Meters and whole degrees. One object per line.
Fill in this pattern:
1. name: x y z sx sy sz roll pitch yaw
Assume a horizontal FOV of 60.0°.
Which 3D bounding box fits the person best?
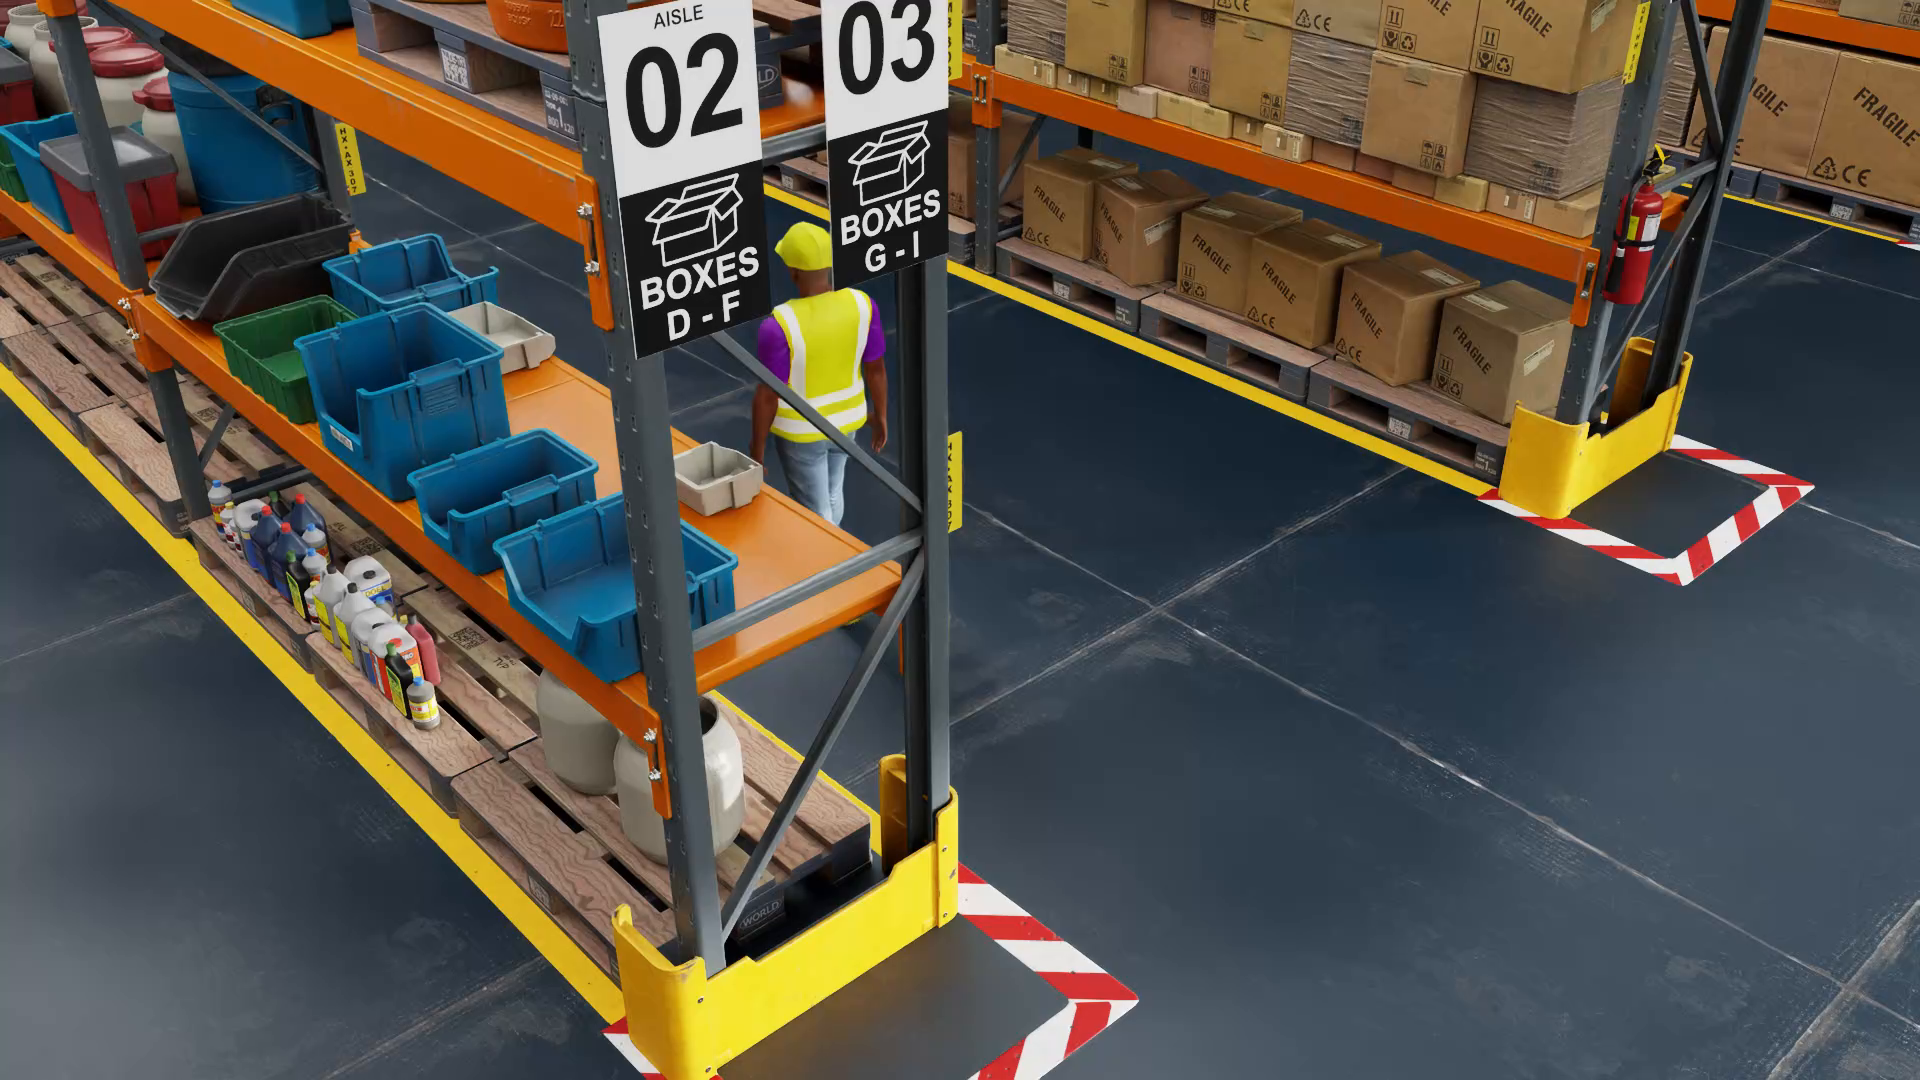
1. person: -0.672 -0.540 6.981 0.589 1.751 0.752 -21 37 -30
